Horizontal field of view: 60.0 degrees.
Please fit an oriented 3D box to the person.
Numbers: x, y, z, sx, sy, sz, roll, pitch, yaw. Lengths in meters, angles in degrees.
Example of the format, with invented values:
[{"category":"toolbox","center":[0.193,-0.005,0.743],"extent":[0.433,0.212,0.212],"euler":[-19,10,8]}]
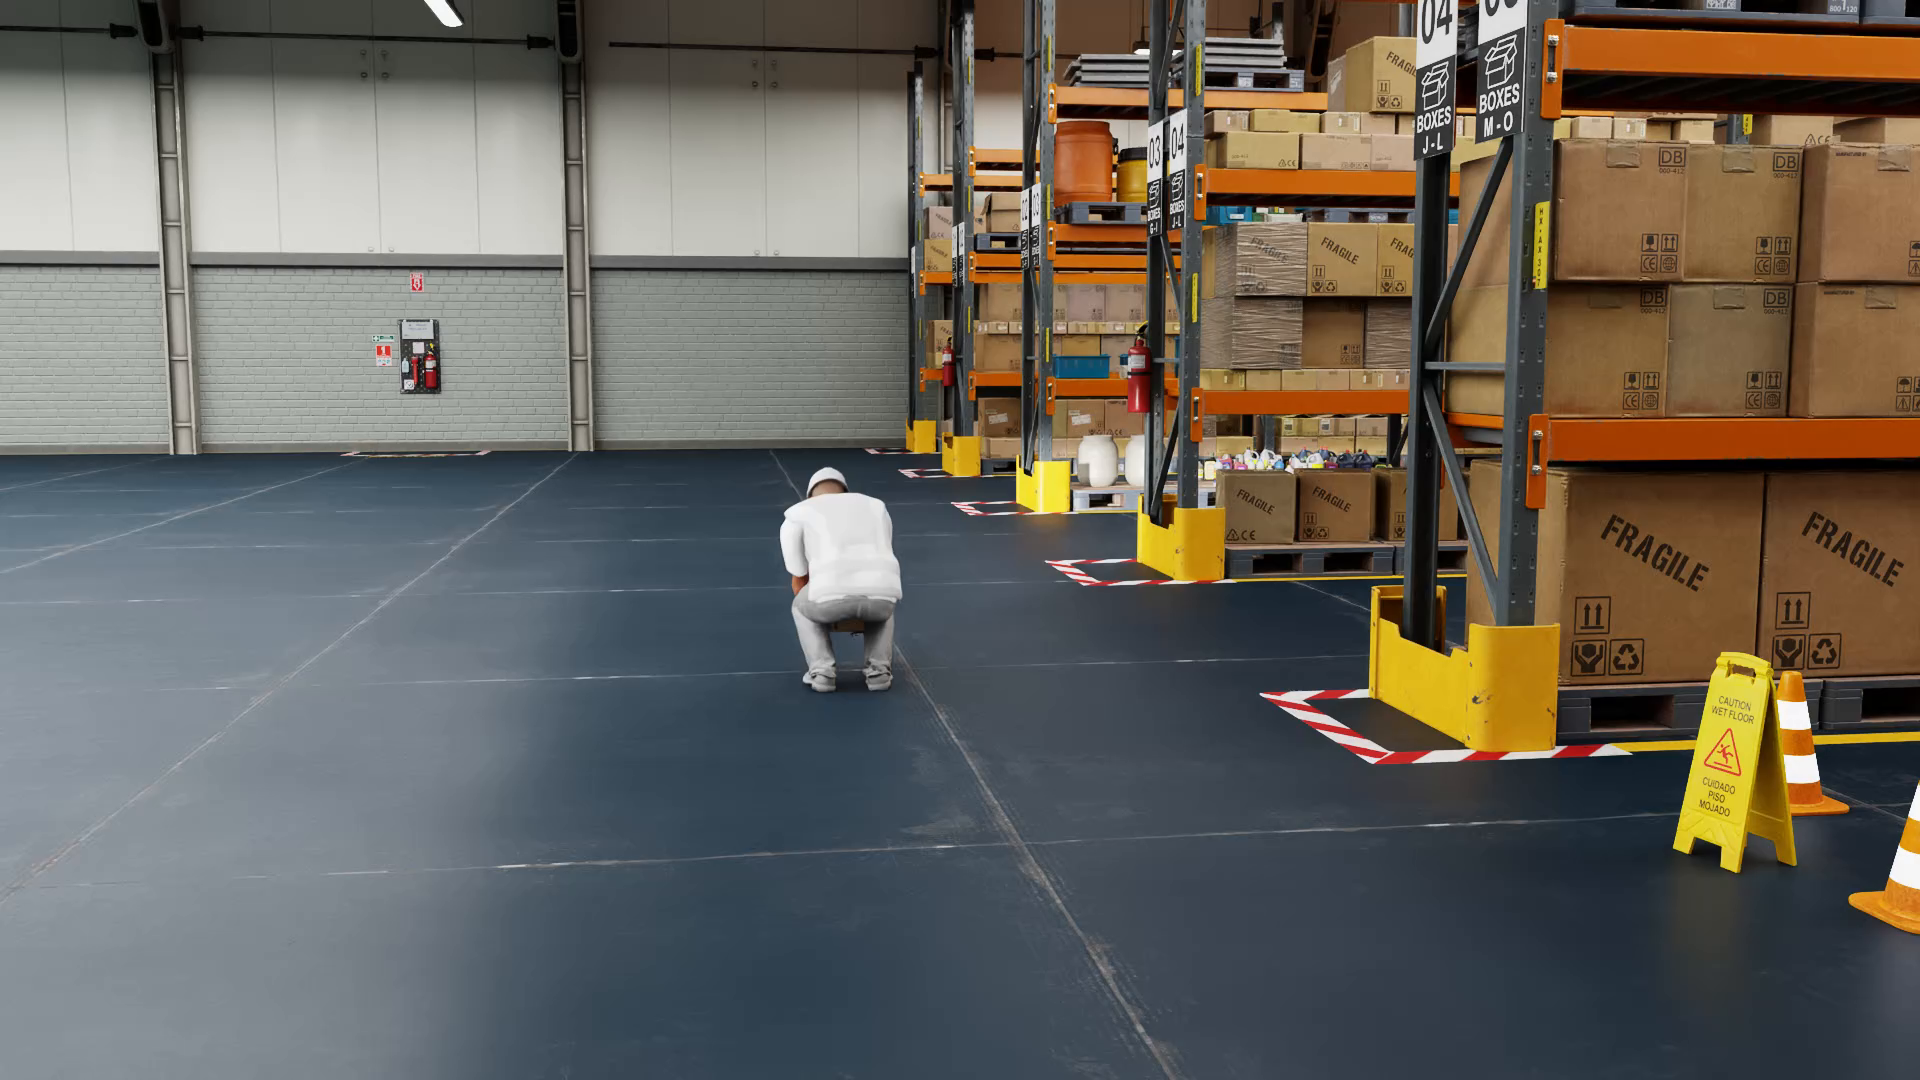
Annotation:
[{"category":"person","center":[-0.576,0.179,7.934],"extent":[0.546,1.011,0.902],"euler":[-1,7,-10]}]
